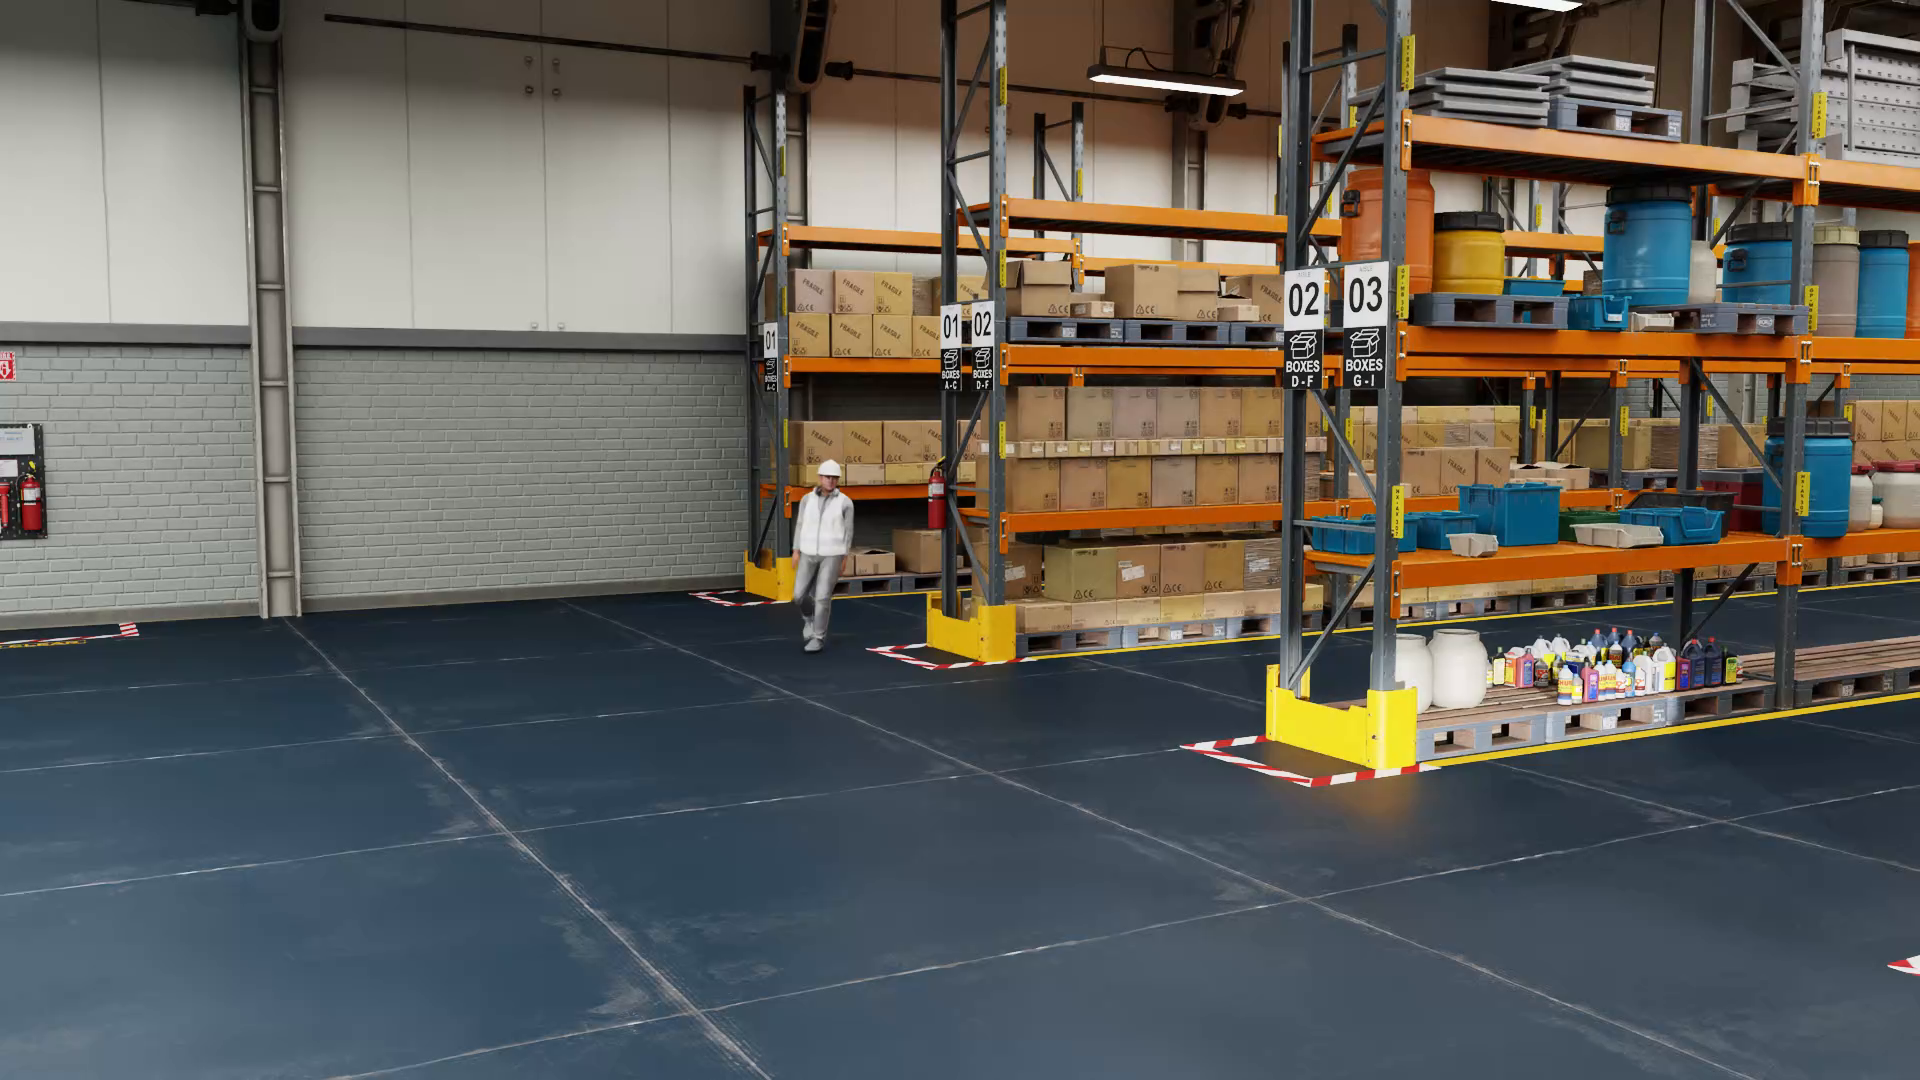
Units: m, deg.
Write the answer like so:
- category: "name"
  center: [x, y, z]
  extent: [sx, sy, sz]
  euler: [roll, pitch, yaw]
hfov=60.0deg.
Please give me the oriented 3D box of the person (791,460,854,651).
- category: "person"
  center: [-1.281, 0.130, 15.443]
  extent: [0.590, 1.754, 0.580]
  euler: [1, 5, 11]
